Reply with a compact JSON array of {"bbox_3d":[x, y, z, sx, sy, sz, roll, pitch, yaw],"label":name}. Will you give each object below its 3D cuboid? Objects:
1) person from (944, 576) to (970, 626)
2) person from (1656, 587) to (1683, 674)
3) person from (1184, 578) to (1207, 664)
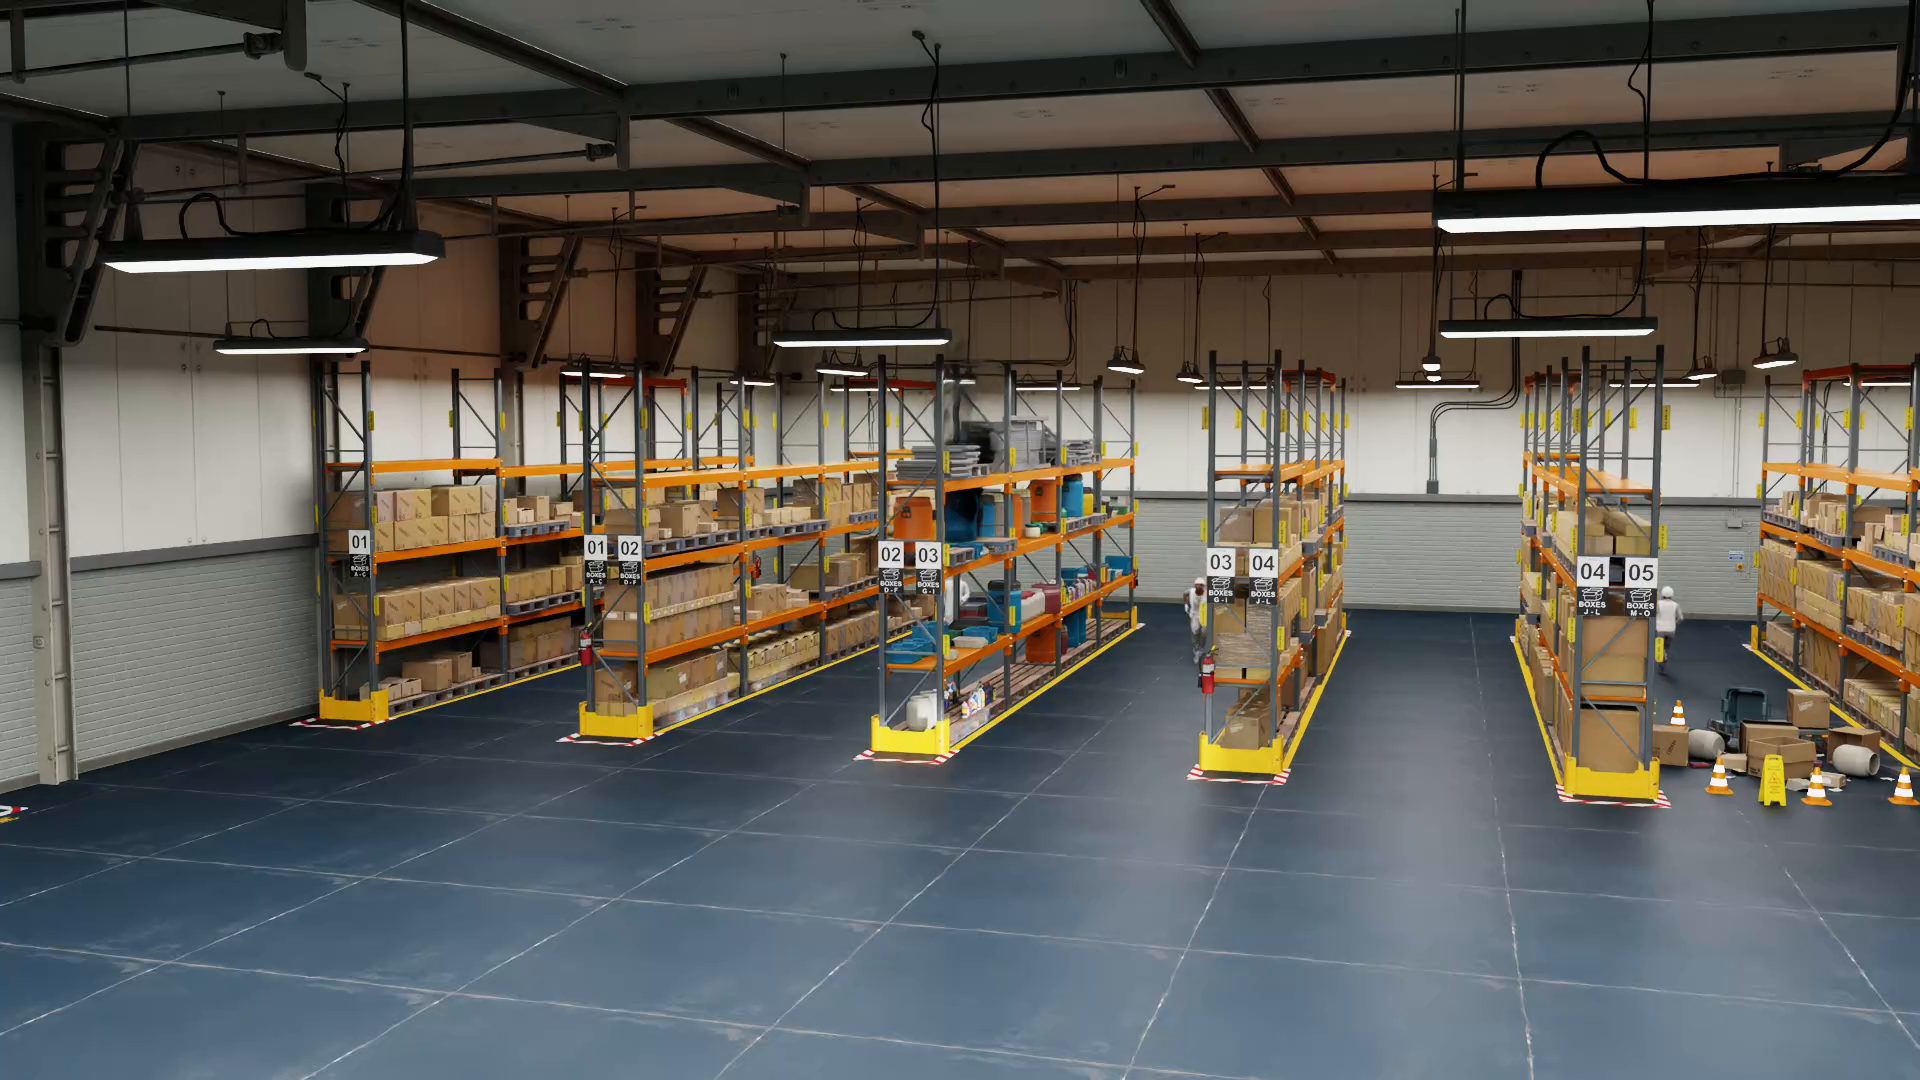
[{"bbox_3d":[-0.130,1.514,36.661,0.713,1.734,0.631,0,4,3],"label":"person"},{"bbox_3d":[13.965,1.790,32.944,0.665,1.742,0.546,1,4,7],"label":"person"},{"bbox_3d":[5.005,1.659,34.701,0.674,1.786,0.977,0,4,5],"label":"person"}]
